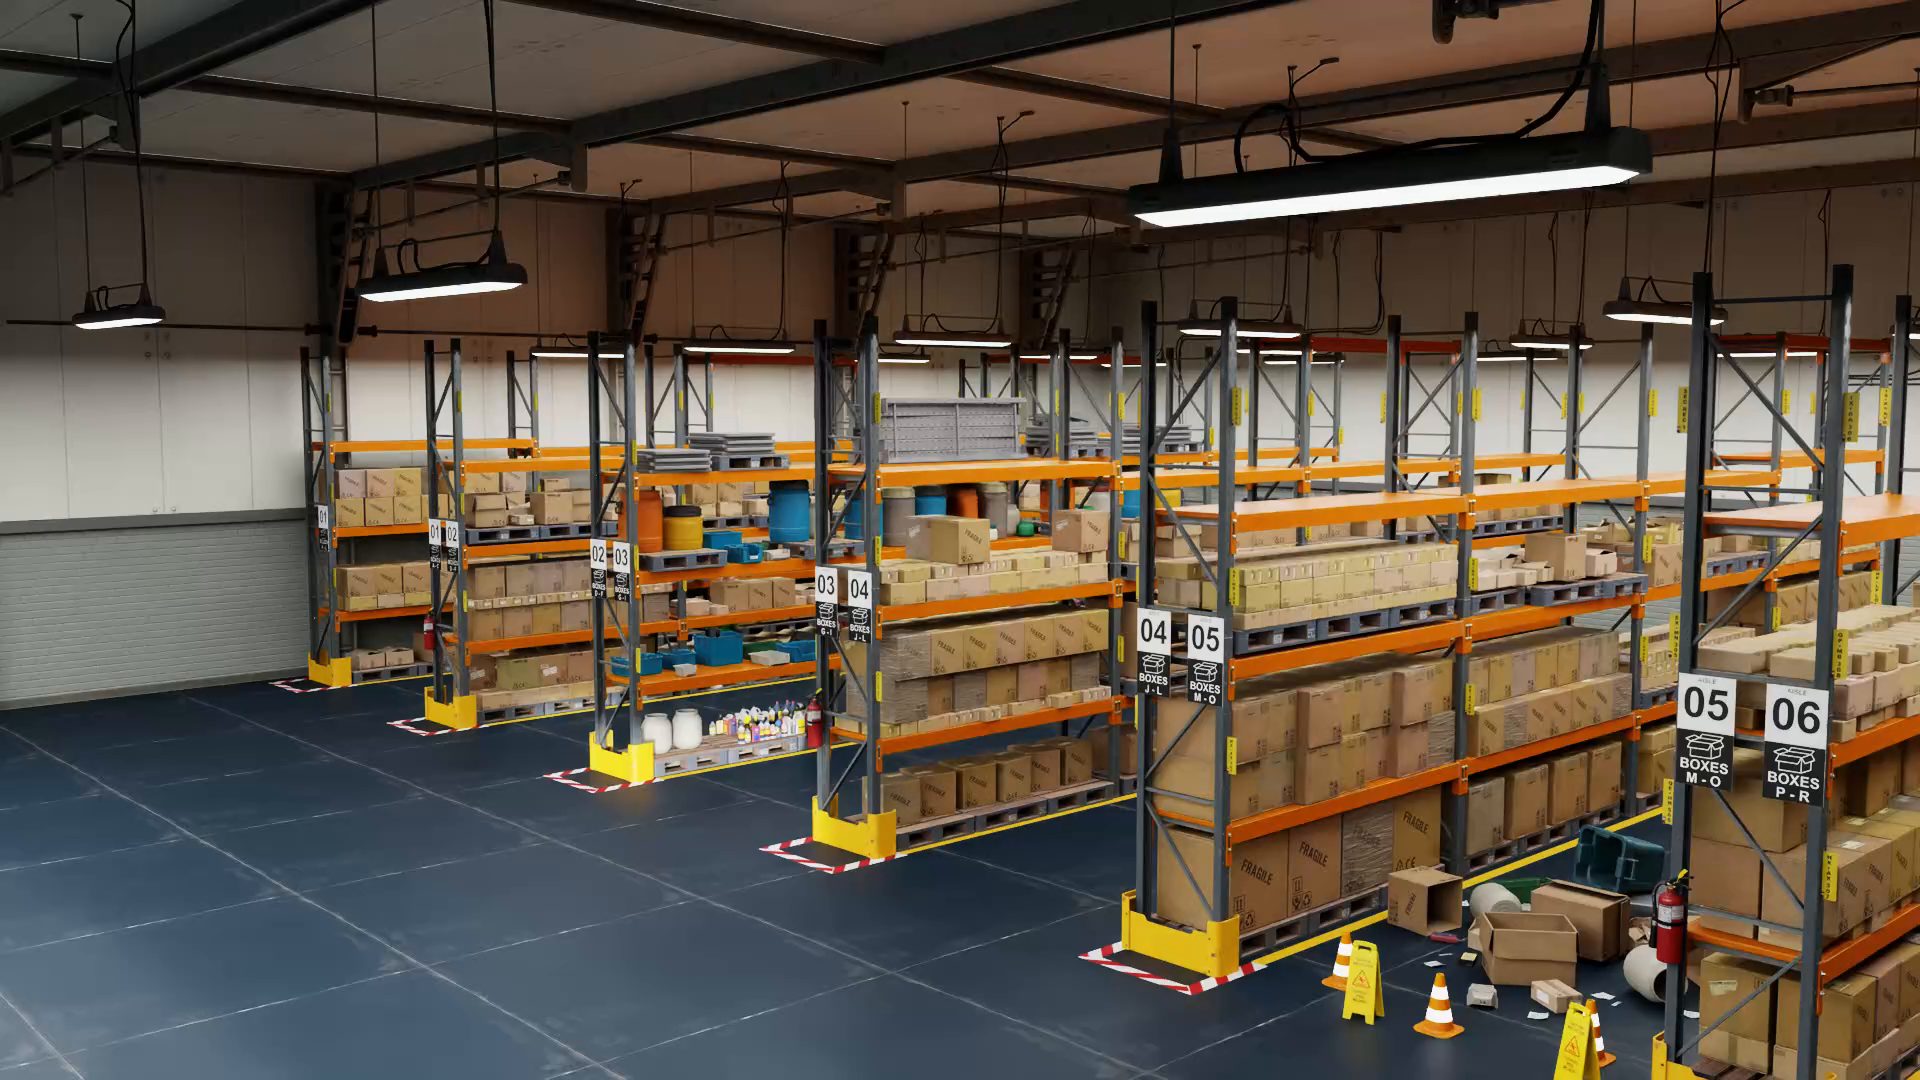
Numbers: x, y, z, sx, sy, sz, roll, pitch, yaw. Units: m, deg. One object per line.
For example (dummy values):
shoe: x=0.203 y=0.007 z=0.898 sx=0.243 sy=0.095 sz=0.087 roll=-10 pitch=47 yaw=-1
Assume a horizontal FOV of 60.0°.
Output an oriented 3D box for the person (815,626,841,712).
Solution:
person: x=-2.104 y=1.951 z=26.613 sx=0.461 sy=1.685 sz=0.385 roll=-1 pitch=5 yaw=-16

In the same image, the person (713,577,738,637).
person: x=-4.746 y=1.337 z=33.317 sx=0.472 sy=1.730 sz=1.044 roll=4 pitch=6 yaw=38

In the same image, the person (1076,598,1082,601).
person: x=2.412 y=1.518 z=31.910 sx=1.026 sy=1.676 sz=0.532 roll=-3 pitch=6 yaw=-32
